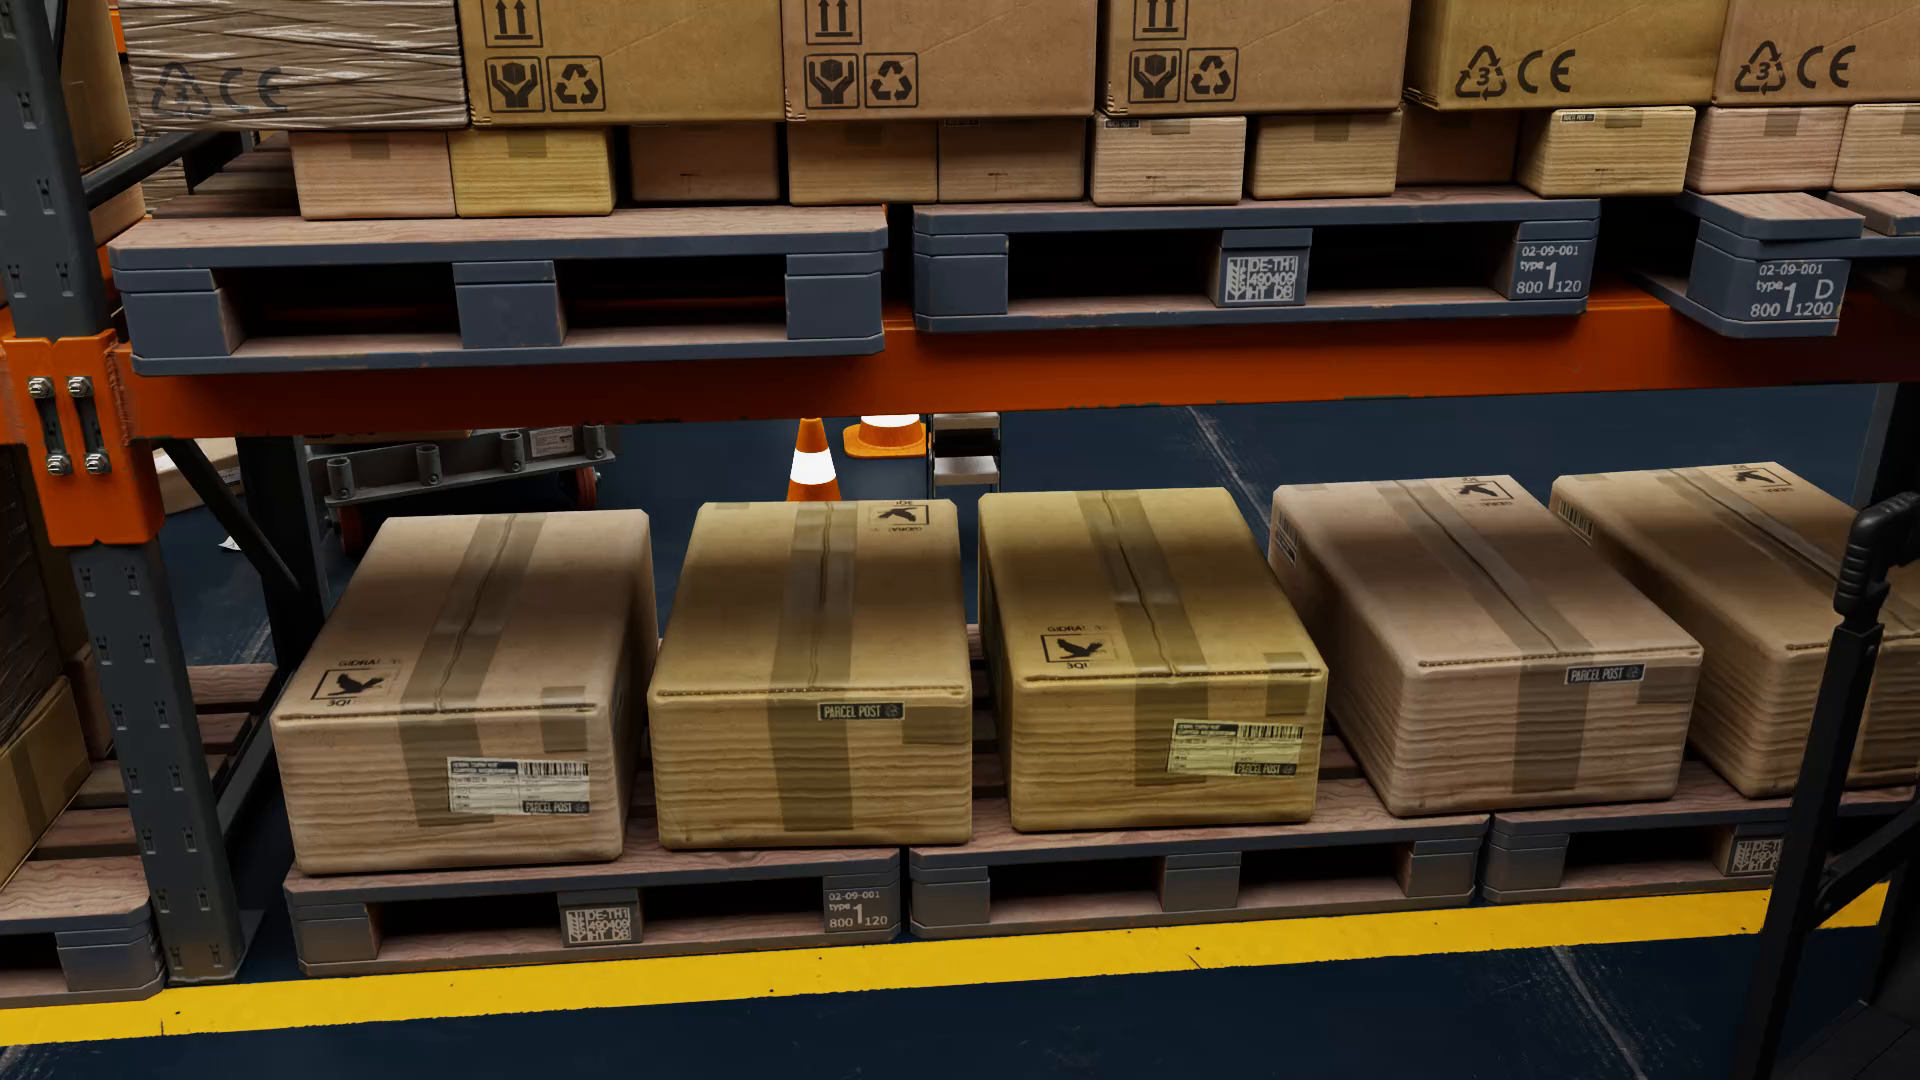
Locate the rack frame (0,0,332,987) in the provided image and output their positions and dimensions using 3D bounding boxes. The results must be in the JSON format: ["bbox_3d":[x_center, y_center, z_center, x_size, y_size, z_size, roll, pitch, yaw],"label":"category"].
[{"bbox_3d":[-1.542,-0.695,3.122,0.127,3.000,1.000,-2,24,-5],"label":"rack frame"}]

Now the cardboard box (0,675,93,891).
[{"bbox_3d":[-2.104,0.501,3.297,0.500,0.250,0.500,-1,24,-3],"label":"cardboard box"}]

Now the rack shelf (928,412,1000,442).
[{"bbox_3d":[0.008,-0.381,5.081,0.200,0.077,0.258,-2,24,-5],"label":"rack shelf"}]

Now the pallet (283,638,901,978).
[{"bbox_3d":[-0.767,0.547,3.759,1.213,0.211,1.003,-2,24,-5],"label":"pallet"}]

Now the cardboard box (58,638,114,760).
[{"bbox_3d":[-2.155,0.284,3.787,0.500,0.250,0.500,-3,24,-8],"label":"cardboard box"}]

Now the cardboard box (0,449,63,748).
[{"bbox_3d":[-2.104,0.159,3.145,0.500,0.500,0.500,-3,24,-6],"label":"cardboard box"}]

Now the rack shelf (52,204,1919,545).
[{"bbox_3d":[0.449,-0.447,3.447,4.000,0.370,1.077,-2,24,-5],"label":"rack shelf"}]

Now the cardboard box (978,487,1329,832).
[{"bbox_3d":[0.387,0.233,3.751,0.625,0.372,0.950,-2,24,-3],"label":"cardboard box"}]

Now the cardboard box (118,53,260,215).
[{"bbox_3d":[-3.658,-1.879,7.883,0.875,0.875,0.875,-2,24,-5],"label":"cardboard box"}]

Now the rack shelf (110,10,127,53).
[{"bbox_3d":[-4.119,-2.284,7.580,4.000,0.370,1.077,-2,24,-5],"label":"rack shelf"}]

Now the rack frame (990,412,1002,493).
[{"bbox_3d":[0.109,-0.416,5.077,0.006,0.900,0.240,-2,24,-5],"label":"rack frame"}]

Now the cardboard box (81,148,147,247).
[{"bbox_3d":[-1.887,-0.698,3.436,0.250,0.149,0.380,-2,24,-5],"label":"cardboard box"}]

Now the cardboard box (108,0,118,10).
[{"bbox_3d":[-3.589,-2.736,7.528,0.550,0.550,0.875,-2,24,-5],"label":"cardboard box"}]

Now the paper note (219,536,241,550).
[{"bbox_3d":[-2.237,-0.007,5.228,0.142,0.019,0.148,-2,24,-5],"label":"paper note"}]

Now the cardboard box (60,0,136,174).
[{"bbox_3d":[-2.007,-0.972,3.255,0.500,0.500,0.500,-2,24,-5],"label":"cardboard box"}]

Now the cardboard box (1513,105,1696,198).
[{"bbox_3d":[1.106,-0.732,2.997,0.250,0.149,0.380,-2,24,-4],"label":"cardboard box"}]

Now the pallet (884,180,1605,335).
[{"bbox_3d":[0.473,-0.672,3.305,1.213,0.211,1.003,-2,24,-5],"label":"pallet"}]

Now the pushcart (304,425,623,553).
[{"bbox_3d":[-1.816,-0.417,5.723,0.936,0.377,1.648,-11,26,-23],"label":"pushcart"}]

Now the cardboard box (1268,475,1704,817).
[{"bbox_3d":[1.142,0.205,3.814,0.625,0.372,0.950,-3,24,-6],"label":"cardboard box"}]

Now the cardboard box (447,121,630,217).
[{"bbox_3d":[-0.711,-0.673,2.864,0.250,0.149,0.380,-2,24,-4],"label":"cardboard box"}]

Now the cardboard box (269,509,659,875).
[{"bbox_3d":[-1.020,0.291,3.619,0.625,0.372,0.950,-2,24,-4],"label":"cardboard box"}]

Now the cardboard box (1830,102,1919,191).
[{"bbox_3d":[1.630,-0.756,3.050,0.250,0.149,0.380,-2,24,-6],"label":"cardboard box"}]

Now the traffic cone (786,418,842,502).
[{"bbox_3d":[-0.445,-0.152,5.021,0.334,0.463,0.336,-2,24,-5],"label":"traffic cone"}]

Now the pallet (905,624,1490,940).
[{"bbox_3d":[0.450,0.497,3.872,1.213,0.211,1.003,-2,24,-5],"label":"pallet"}]

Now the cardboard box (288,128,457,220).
[{"bbox_3d":[-0.961,-0.667,2.850,0.250,0.149,0.380,-2,24,-4],"label":"cardboard box"}]

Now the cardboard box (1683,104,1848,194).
[{"bbox_3d":[1.379,-0.749,3.035,0.250,0.149,0.380,-3,24,-8],"label":"cardboard box"}]

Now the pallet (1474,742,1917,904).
[{"bbox_3d":[1.661,0.450,3.978,1.213,0.211,1.003,-2,24,-5],"label":"pallet"}]

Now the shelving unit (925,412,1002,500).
[{"bbox_3d":[0.008,-0.412,5.068,0.210,0.900,0.258,-2,24,-5],"label":"shelving unit"}]

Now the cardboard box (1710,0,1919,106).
[{"bbox_3d":[1.500,-1.073,2.965,0.500,0.500,0.500,-3,24,-6],"label":"cardboard box"}]

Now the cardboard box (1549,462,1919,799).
[{"bbox_3d":[1.876,0.172,3.888,0.625,0.372,0.950,-4,24,-9],"label":"cardboard box"}]

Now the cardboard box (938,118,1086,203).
[{"bbox_3d":[0.070,-0.718,2.965,0.250,0.149,0.380,-2,24,-5],"label":"cardboard box"}]

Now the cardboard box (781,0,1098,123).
[{"bbox_3d":[-0.055,-1.006,2.814,0.500,0.500,0.500,-2,24,-5],"label":"cardboard box"}]

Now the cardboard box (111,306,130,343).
[{"bbox_3d":[-3.093,-0.591,5.793,0.503,0.637,0.797,-2,24,-5],"label":"cardboard box"}]

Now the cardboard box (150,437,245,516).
[{"bbox_3d":[-2.563,-0.281,5.555,0.258,0.266,0.396,22,32,40],"label":"cardboard box"}]

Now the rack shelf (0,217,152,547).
[{"bbox_3d":[-3.532,-0.287,3.088,4.000,0.370,1.077,-2,24,-5],"label":"rack shelf"}]

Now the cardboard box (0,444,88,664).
[{"bbox_3d":[-2.155,-0.059,3.635,0.500,0.500,0.500,-1,24,-3],"label":"cardboard box"}]

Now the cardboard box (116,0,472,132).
[{"bbox_3d":[-1.047,-0.972,2.737,0.500,0.500,0.500,-2,24,-4],"label":"cardboard box"}]

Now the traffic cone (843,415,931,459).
[{"bbox_3d":[-0.255,-0.567,5.957,0.334,0.463,0.336,-2,24,-5],"label":"traffic cone"}]

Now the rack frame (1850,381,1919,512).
[{"bbox_3d":[2.439,-0.855,3.481,0.127,3.000,1.000,-2,24,-5],"label":"rack frame"}]

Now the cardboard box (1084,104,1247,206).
[{"bbox_3d":[0.339,-0.708,2.941,0.250,0.149,0.380,-1,24,-3],"label":"cardboard box"}]

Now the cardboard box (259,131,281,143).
[{"bbox_3d":[-2.762,-1.916,7.967,0.875,0.875,0.875,-2,24,-4],"label":"cardboard box"}]

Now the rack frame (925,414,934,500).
[{"bbox_3d":[-0.093,-0.407,5.059,0.006,0.900,0.240,-2,24,-5],"label":"rack frame"}]

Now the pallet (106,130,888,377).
[{"bbox_3d":[-0.767,-0.580,3.097,1.213,0.211,1.003,-2,24,-5],"label":"pallet"}]

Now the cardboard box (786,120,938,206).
[{"bbox_3d":[-0.177,-0.709,2.944,0.250,0.149,0.380,-2,24,-4],"label":"cardboard box"}]

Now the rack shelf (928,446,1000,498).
[{"bbox_3d":[0.008,-0.217,5.155,0.200,0.077,0.258,-2,24,-5],"label":"rack shelf"}]

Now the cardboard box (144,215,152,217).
[{"bbox_3d":[-3.573,-1.074,7.048,0.500,0.500,0.500,2,24,4],"label":"cardboard box"}]

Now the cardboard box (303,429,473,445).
[{"bbox_3d":[-1.747,-0.618,5.091,0.500,0.500,0.500,-2,24,-5],"label":"cardboard box"}]

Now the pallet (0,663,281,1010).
[{"bbox_3d":[-2.207,0.620,3.595,1.213,0.211,1.003,-2,24,-5],"label":"pallet"}]

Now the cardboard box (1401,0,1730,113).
[{"bbox_3d":[0.998,-1.052,2.918,0.500,0.500,0.500,-4,24,-9],"label":"cardboard box"}]

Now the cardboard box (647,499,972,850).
[{"bbox_3d":[-0.305,0.261,3.687,0.625,0.372,0.950,-1,24,-2],"label":"cardboard box"}]

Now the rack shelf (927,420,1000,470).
[{"bbox_3d":[0.008,-0.299,5.118,0.200,0.077,0.258,-2,24,-5],"label":"rack shelf"}]

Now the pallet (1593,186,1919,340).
[{"bbox_3d":[1.740,-0.696,3.359,1.003,0.211,1.213,-2,24,-5],"label":"pallet"}]

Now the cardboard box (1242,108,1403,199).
[{"bbox_3d":[0.602,-0.730,2.992,0.250,0.149,0.380,-3,24,-7],"label":"cardboard box"}]

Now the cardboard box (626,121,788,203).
[{"bbox_3d":[-0.437,-0.716,2.959,0.250,0.149,0.380,-1,24,-2],"label":"cardboard box"}]

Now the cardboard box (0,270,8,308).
[{"bbox_3d":[-1.832,-0.445,2.867,0.250,0.149,0.380,-3,24,-6],"label":"cardboard box"}]

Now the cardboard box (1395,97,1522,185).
[{"bbox_3d":[0.844,-0.773,3.089,0.250,0.149,0.380,-2,24,-5],"label":"cardboard box"}]

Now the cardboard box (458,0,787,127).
[{"bbox_3d":[-0.549,-0.992,2.782,0.500,0.500,0.500,-2,24,-5],"label":"cardboard box"}]

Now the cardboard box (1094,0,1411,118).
[{"bbox_3d":[0.455,-1.031,2.870,0.500,0.500,0.500,-3,24,-7],"label":"cardboard box"}]
